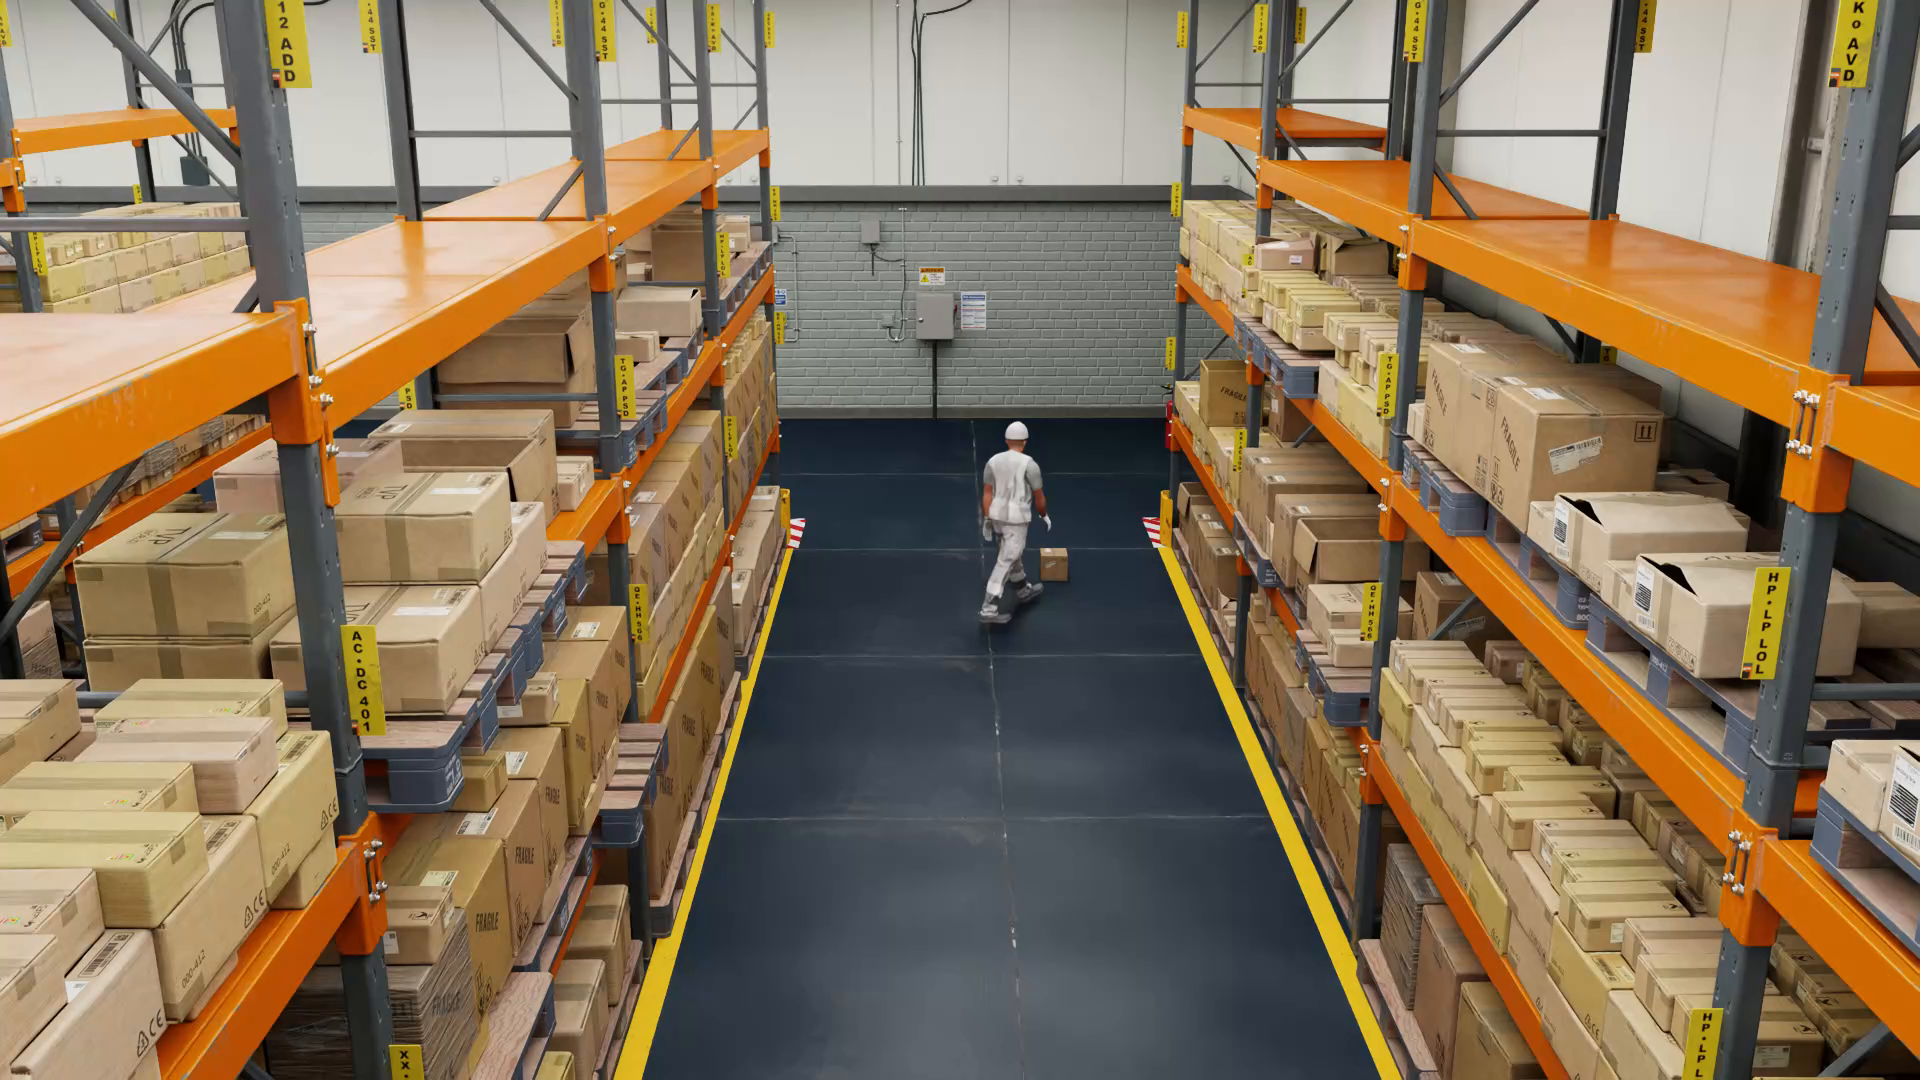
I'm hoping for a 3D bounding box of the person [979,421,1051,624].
[{"bbox_3d":[0.490,-0.181,14.618,0.526,1.725,1.045,15,22,40],"label":"person"}]
